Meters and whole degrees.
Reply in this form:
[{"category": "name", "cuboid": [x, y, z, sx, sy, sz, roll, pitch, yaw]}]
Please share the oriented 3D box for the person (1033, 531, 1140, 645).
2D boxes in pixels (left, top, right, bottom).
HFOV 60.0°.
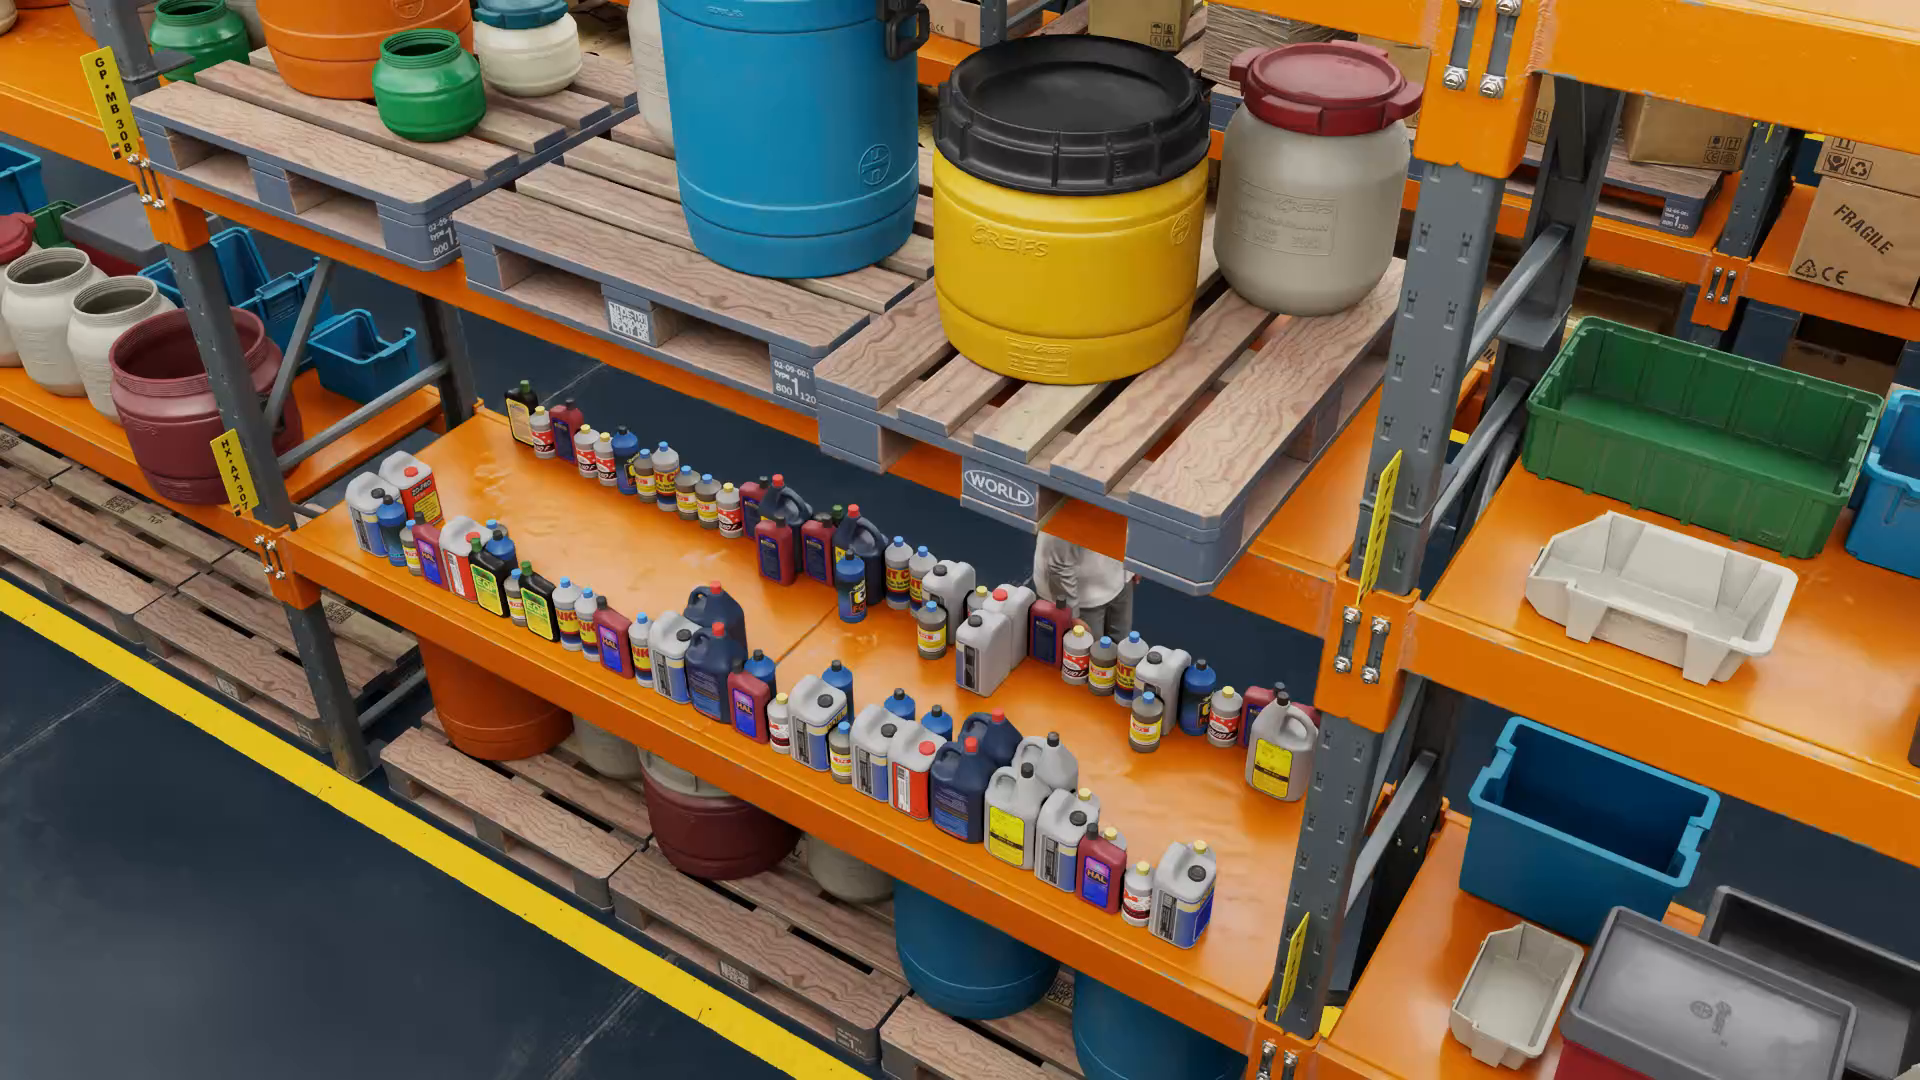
[{"category": "person", "cuboid": [0.530, 0.169, 6.444, 0.466, 1.771, 0.585, 21, 43, 24]}]
